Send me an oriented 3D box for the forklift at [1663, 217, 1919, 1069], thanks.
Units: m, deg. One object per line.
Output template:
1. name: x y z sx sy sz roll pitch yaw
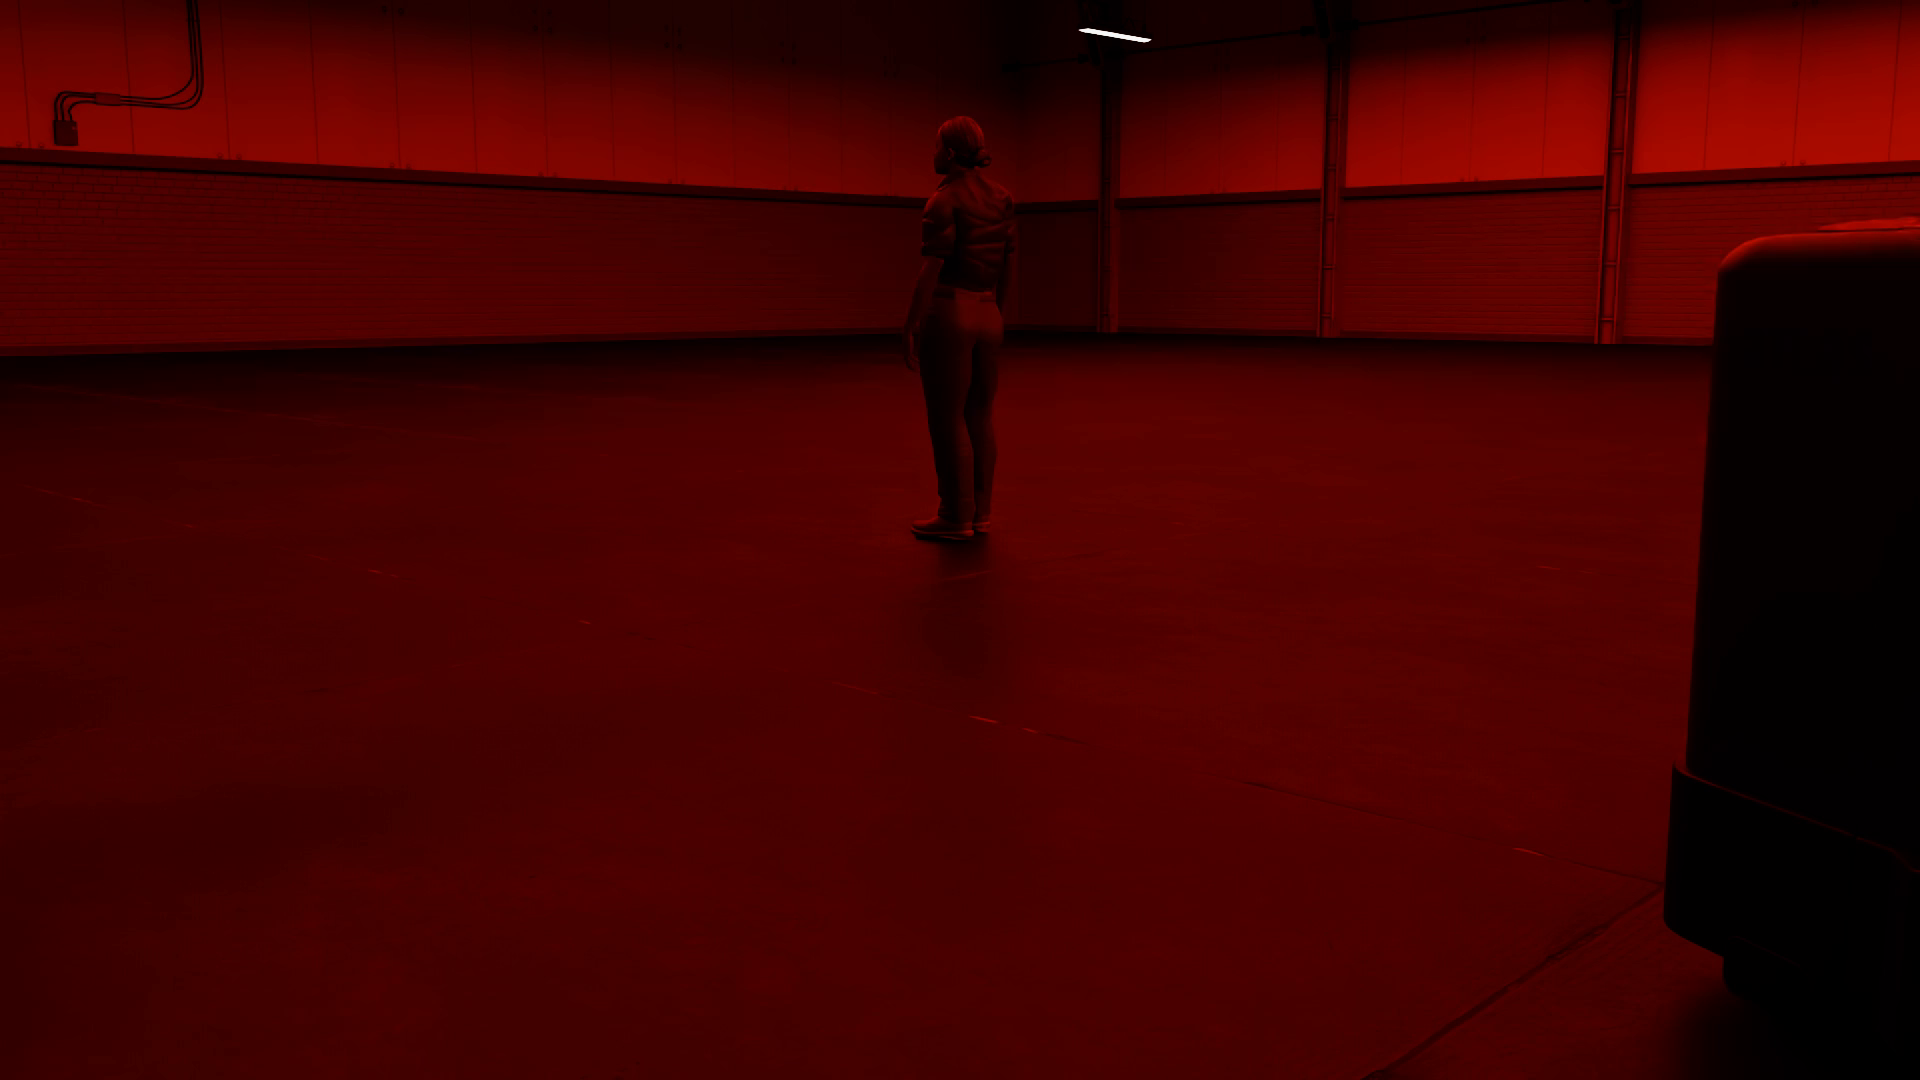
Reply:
1. forklift: 2.017 -0.631 1.063 1.130 2.935 3.031 -3 9 -20

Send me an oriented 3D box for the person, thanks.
1. person: -0.049 -0.836 6.667 0.504 1.654 0.569 8 12 43
